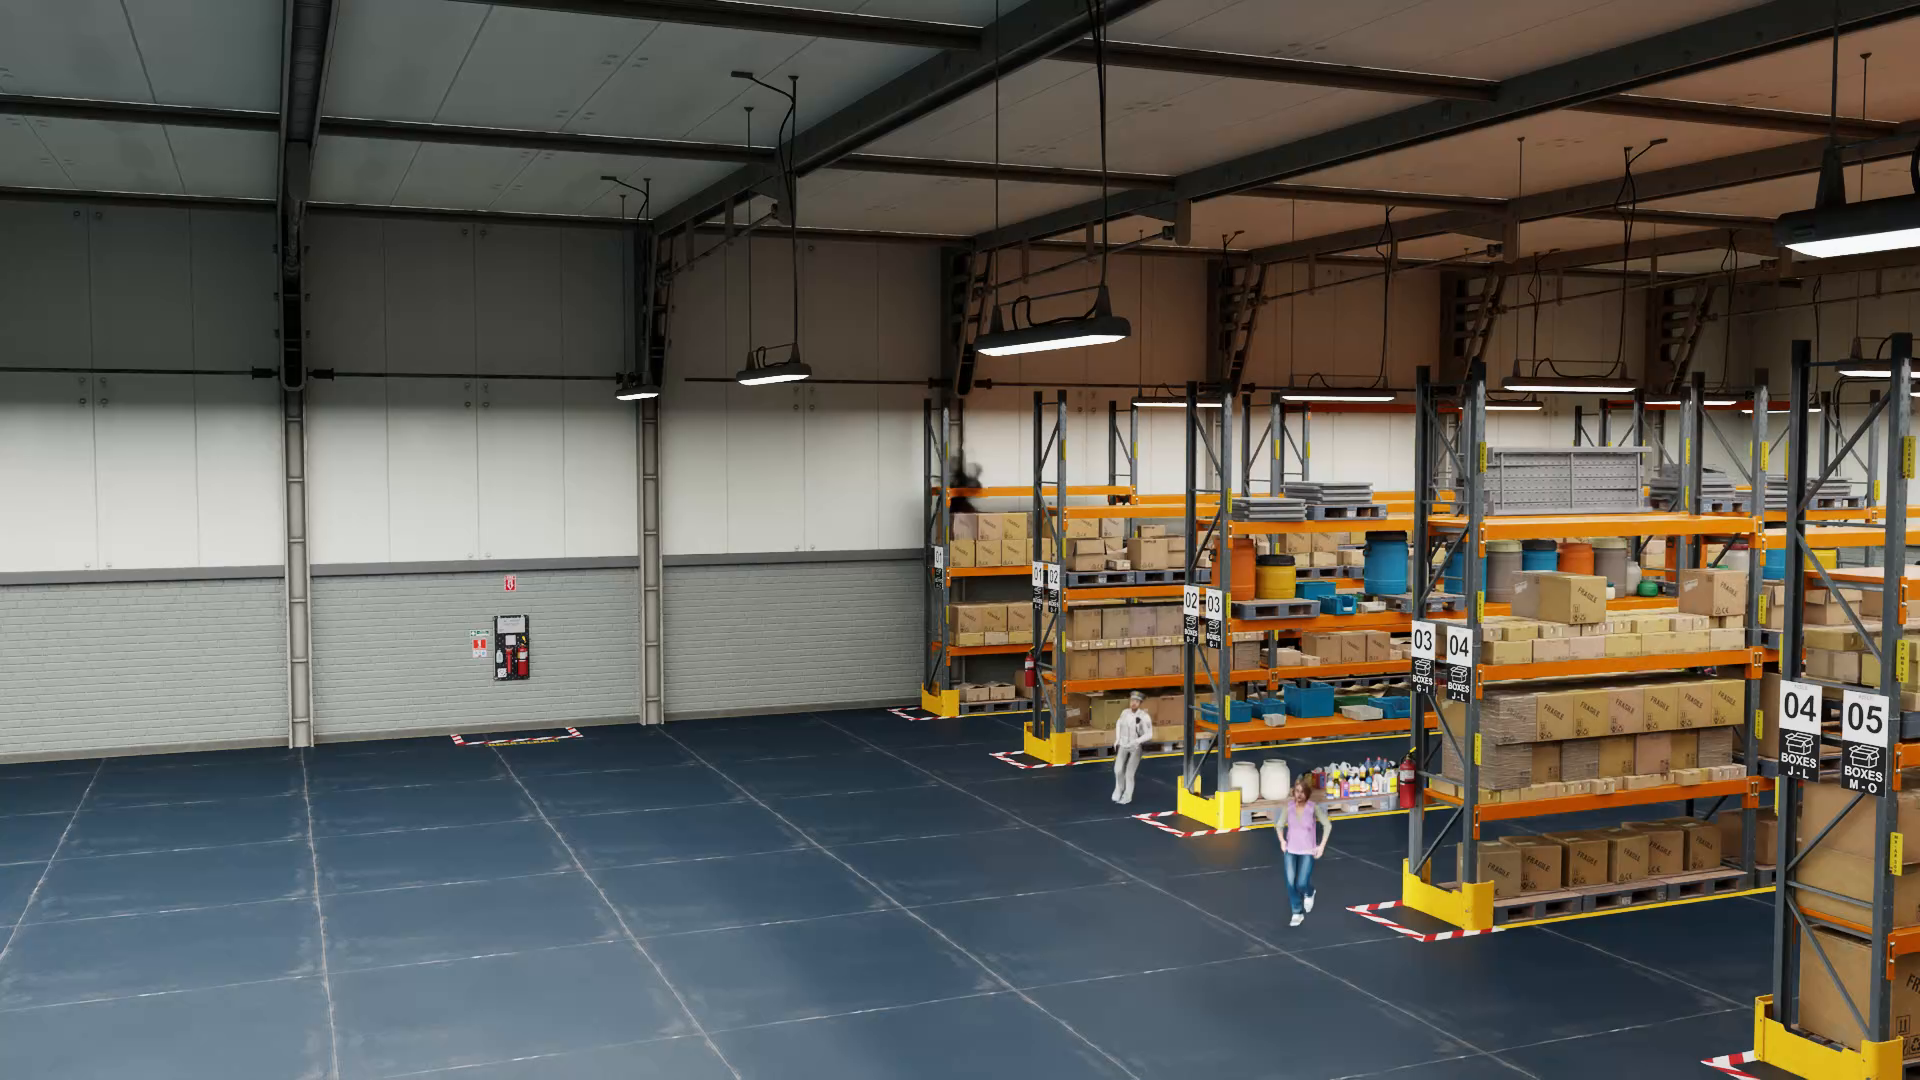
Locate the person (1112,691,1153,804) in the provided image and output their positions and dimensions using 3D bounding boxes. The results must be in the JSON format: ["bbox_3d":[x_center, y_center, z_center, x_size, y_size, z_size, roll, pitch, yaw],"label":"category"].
[{"bbox_3d":[2.426,2.950,23.515,0.611,1.647,0.568,2,4,25],"label":"person"}]

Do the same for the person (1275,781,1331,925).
[{"bbox_3d":[3.657,3.351,17.804,0.579,1.562,0.570,2,4,26],"label":"person"}]
